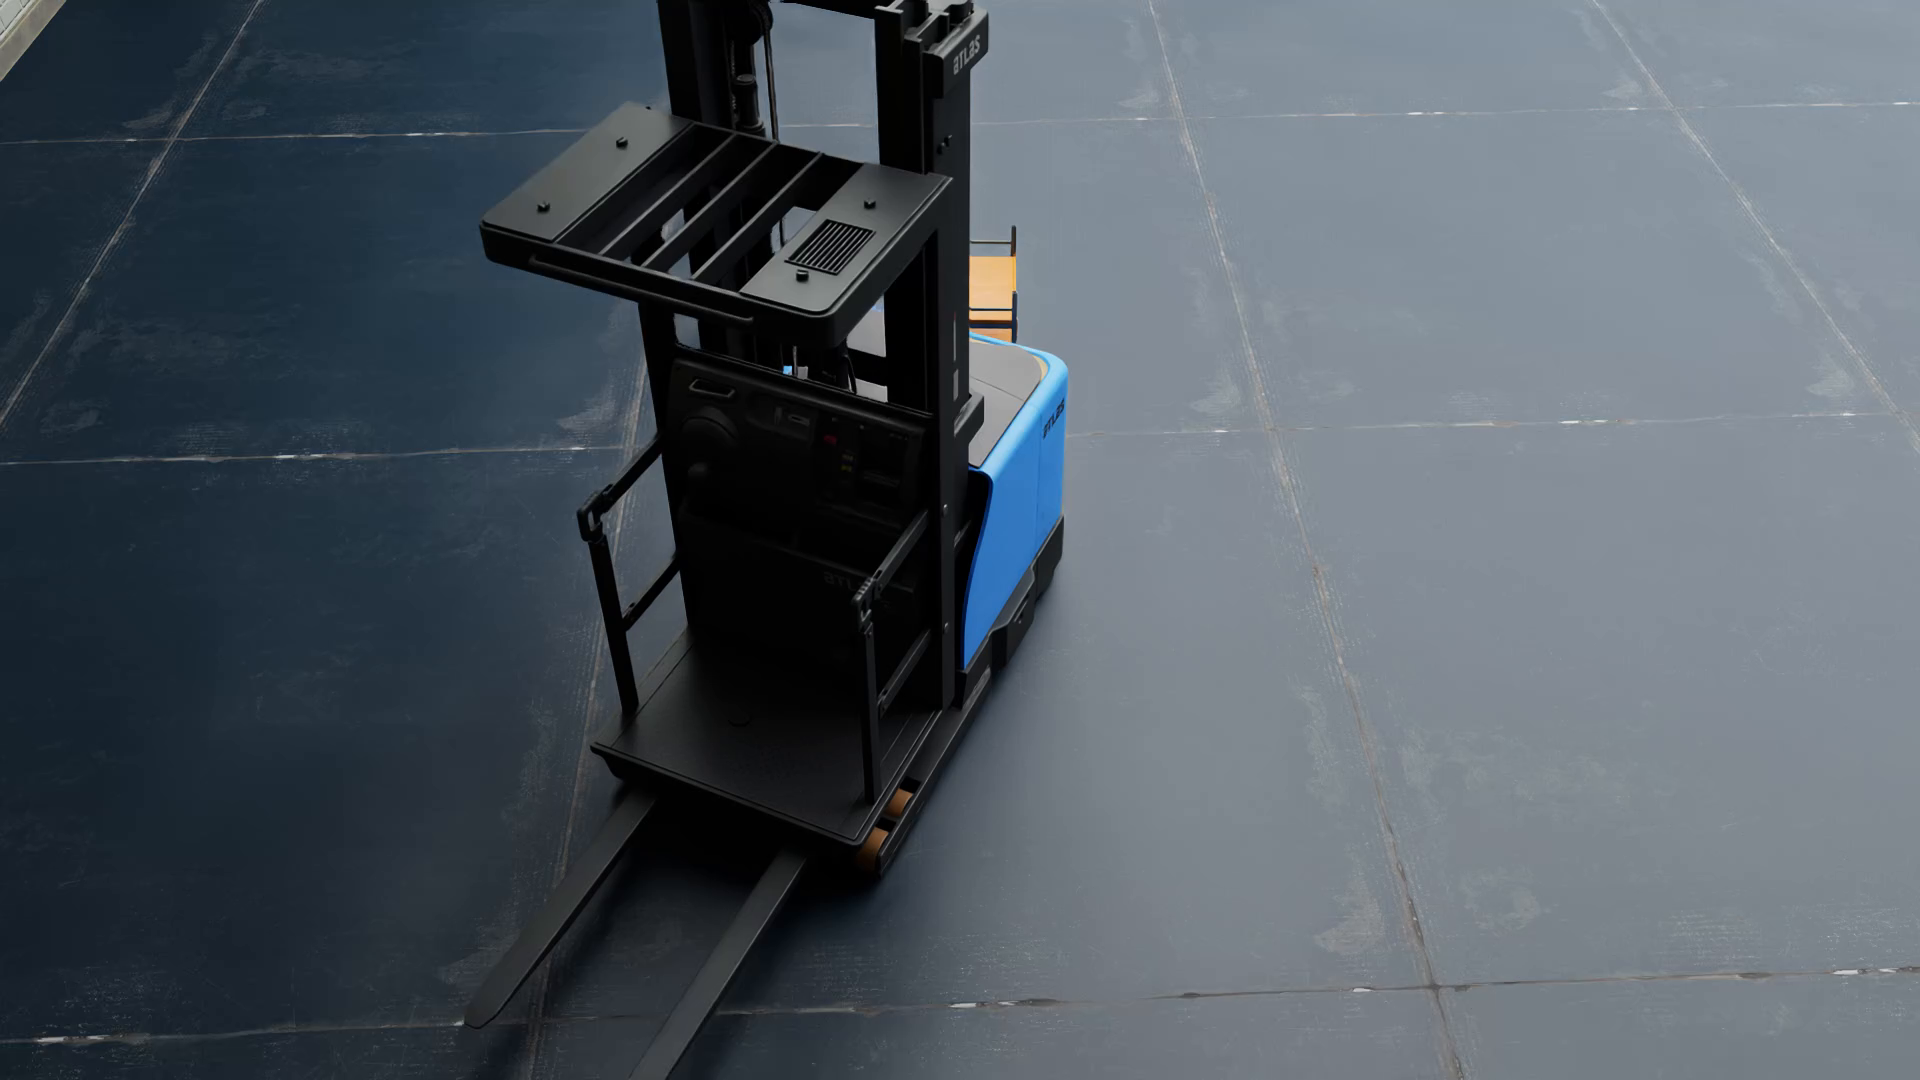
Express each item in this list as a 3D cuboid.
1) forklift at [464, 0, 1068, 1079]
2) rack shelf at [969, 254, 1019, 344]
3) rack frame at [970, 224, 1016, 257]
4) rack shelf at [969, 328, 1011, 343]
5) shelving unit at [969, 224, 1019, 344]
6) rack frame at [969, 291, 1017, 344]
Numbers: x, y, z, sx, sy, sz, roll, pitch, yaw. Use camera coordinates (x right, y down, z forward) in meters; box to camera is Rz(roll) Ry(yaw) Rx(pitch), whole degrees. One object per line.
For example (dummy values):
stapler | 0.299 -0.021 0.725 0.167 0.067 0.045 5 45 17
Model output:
forklift | -0.638 -0.228 5.329 1.130 2.935 3.031 17 45 18
rack shelf | 0.110 -0.989 6.859 0.258 0.148 0.480 1 43 1
rack frame | 0.114 -0.864 7.304 0.240 1.200 0.015 1 43 1
rack shelf | 0.110 -0.814 7.019 0.258 0.148 0.480 1 43 1
shelving unit | 0.110 -0.699 7.125 0.258 1.200 0.503 1 43 1
rack frame | 0.106 -0.534 6.945 0.240 1.200 0.015 1 43 1
